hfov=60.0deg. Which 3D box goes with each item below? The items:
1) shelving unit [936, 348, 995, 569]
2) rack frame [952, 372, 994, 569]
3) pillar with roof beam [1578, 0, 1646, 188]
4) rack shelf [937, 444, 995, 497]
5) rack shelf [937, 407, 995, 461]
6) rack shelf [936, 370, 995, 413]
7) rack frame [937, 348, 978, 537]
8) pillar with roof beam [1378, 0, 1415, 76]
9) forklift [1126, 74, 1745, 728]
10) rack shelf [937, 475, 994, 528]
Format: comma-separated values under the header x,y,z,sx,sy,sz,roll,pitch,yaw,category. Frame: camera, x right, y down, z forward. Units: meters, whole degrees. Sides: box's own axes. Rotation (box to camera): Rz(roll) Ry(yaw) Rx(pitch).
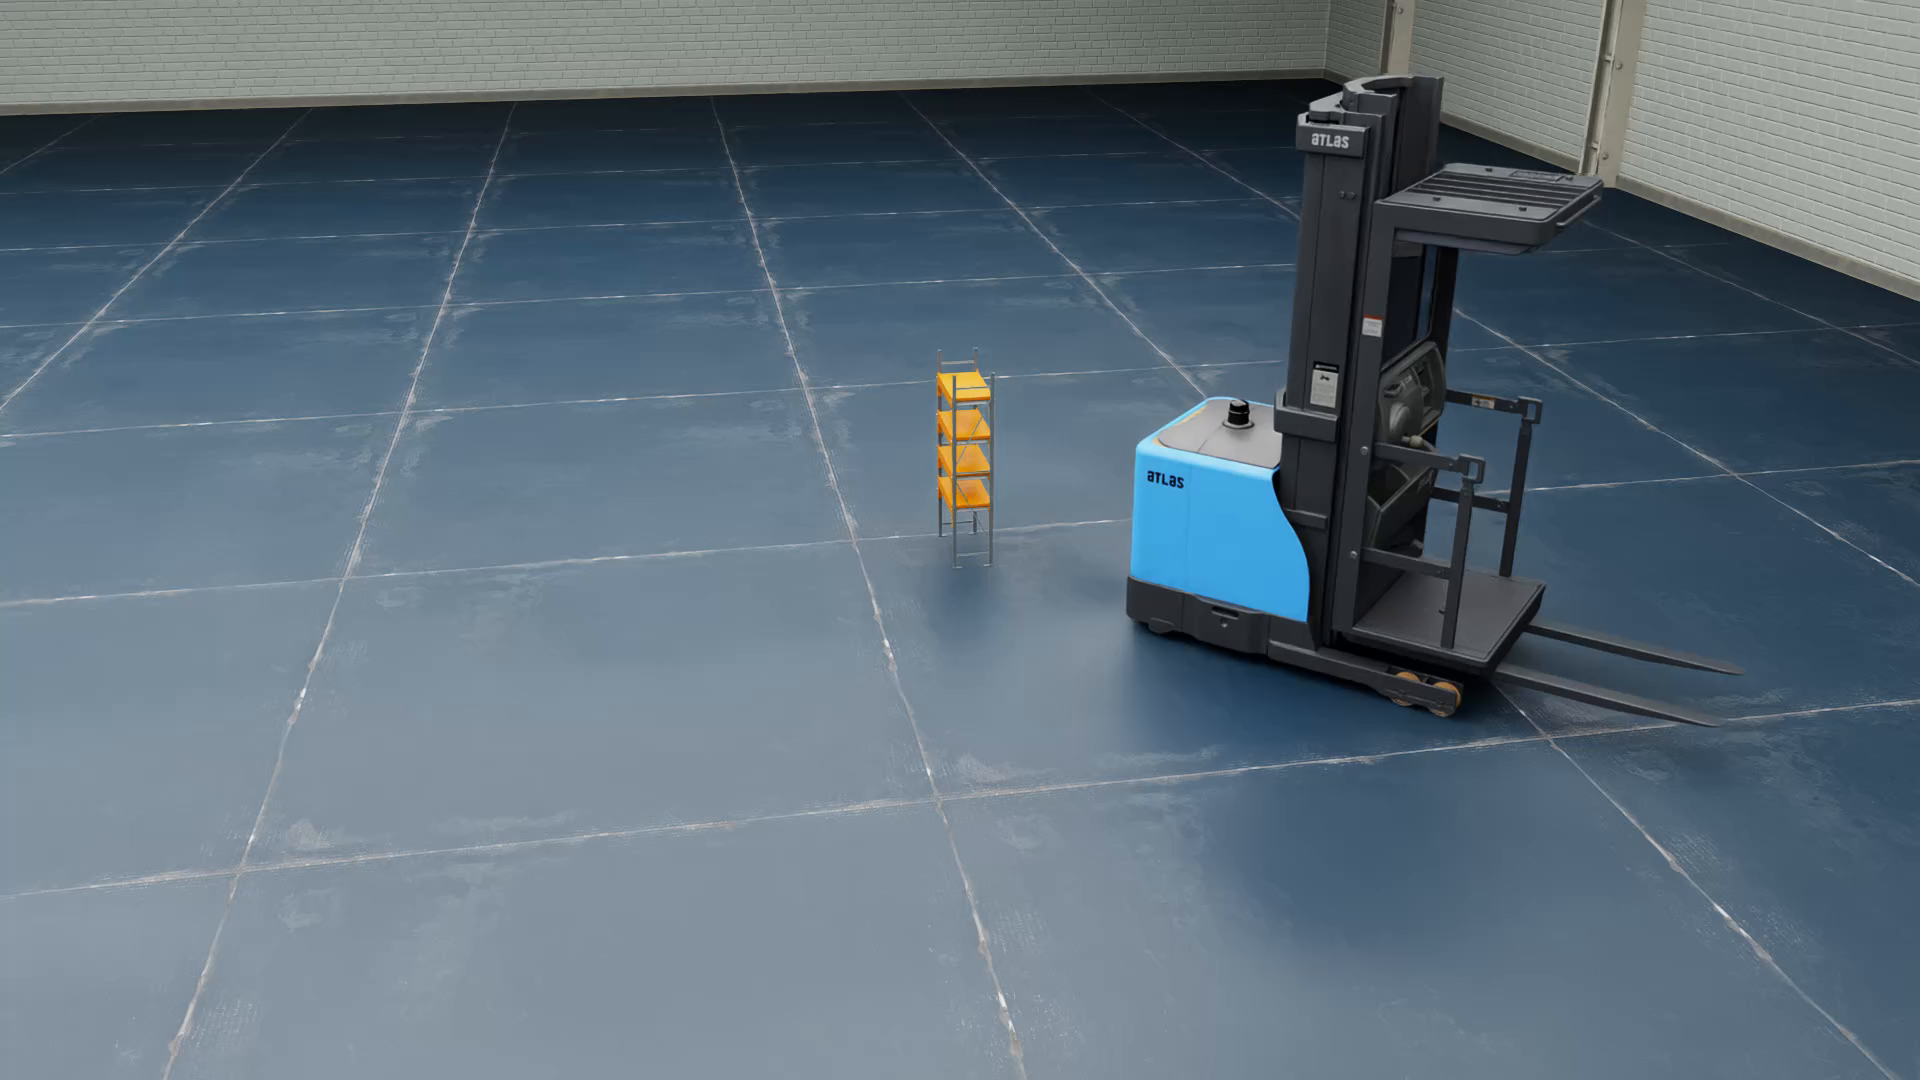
x,y,z,sx,sy,sz,roll,pitch,yaw,category
0.031,-0.485,9.861,0.258,1.200,0.503,-4,24,-10,shelving unit
0.076,-0.389,9.641,0.240,1.200,0.015,-4,24,-10,rack frame
3.460,-8.098,17.548,9.100,9.000,0.400,-4,24,-10,pillar with roof beam
0.031,-0.423,9.888,0.258,0.148,0.480,-4,24,-10,rack shelf
0.031,-0.628,9.798,0.258,0.148,0.480,-4,24,-10,rack shelf
0.031,-0.845,9.704,0.258,0.148,0.480,-4,24,-10,rack shelf
-0.014,-0.581,10.081,0.240,1.200,0.015,-4,24,-10,rack frame
2.350,-10.458,22.951,9.100,9.000,0.400,-4,24,-10,pillar with roof beam
2.430,-0.712,8.217,3.031,2.935,1.130,14,27,30,forklift
0.031,-0.241,9.967,0.258,0.148,0.480,-4,24,-10,rack shelf
